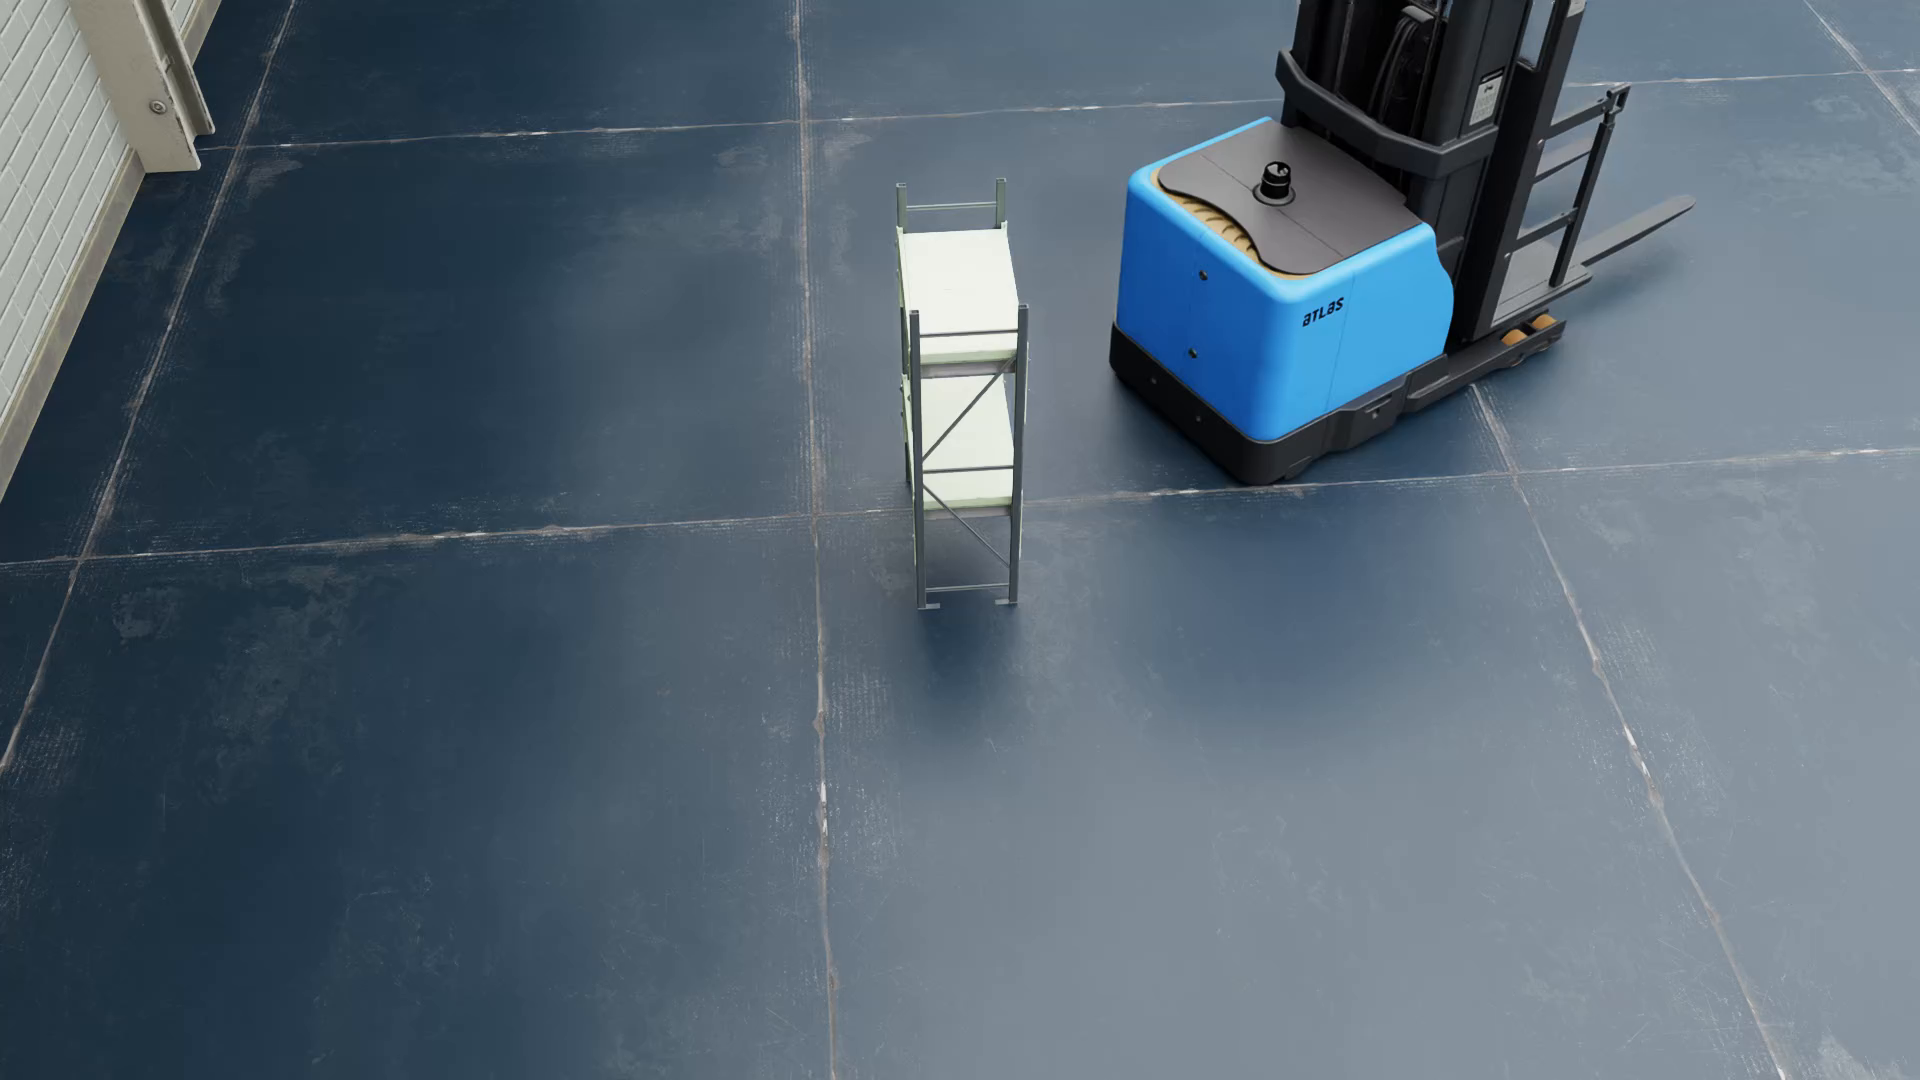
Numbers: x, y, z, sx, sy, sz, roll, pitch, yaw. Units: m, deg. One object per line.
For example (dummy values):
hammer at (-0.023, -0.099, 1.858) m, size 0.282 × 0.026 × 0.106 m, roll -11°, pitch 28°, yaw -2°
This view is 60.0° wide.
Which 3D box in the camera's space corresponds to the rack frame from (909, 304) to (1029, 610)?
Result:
rack frame at (0.030, -0.256, 6.096) m, size 0.400 × 1.500 × 0.023 m, roll -3°, pitch 47°, yaw -3°

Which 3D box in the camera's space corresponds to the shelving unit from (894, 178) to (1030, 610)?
shelving unit at (-0.001, -0.521, 6.347) m, size 0.431 × 1.500 × 0.755 m, roll -3°, pitch 47°, yaw -3°

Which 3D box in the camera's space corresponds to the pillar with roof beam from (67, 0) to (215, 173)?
pillar with roof beam at (0.125, -5.431, 5.833) m, size 9.100 × 9.000 × 0.400 m, roll -3°, pitch 47°, yaw -3°

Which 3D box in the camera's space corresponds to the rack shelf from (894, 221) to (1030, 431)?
rack shelf at (-0.001, -0.789, 6.063) m, size 0.431 × 0.370 × 0.720 m, roll -3°, pitch 47°, yaw -3°

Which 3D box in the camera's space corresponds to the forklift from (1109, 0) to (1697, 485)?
forklift at (2.181, -2.098, 6.854) m, size 3.031 × 2.935 × 1.130 m, roll -27°, pitch 52°, yaw -23°

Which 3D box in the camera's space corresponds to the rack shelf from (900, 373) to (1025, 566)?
rack shelf at (-0.001, -0.296, 6.583) m, size 0.431 × 0.370 × 0.720 m, roll -3°, pitch 47°, yaw -3°

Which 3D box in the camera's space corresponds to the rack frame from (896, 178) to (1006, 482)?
rack frame at (-0.031, -0.785, 6.597) m, size 0.400 × 1.500 × 0.023 m, roll -3°, pitch 47°, yaw -3°
